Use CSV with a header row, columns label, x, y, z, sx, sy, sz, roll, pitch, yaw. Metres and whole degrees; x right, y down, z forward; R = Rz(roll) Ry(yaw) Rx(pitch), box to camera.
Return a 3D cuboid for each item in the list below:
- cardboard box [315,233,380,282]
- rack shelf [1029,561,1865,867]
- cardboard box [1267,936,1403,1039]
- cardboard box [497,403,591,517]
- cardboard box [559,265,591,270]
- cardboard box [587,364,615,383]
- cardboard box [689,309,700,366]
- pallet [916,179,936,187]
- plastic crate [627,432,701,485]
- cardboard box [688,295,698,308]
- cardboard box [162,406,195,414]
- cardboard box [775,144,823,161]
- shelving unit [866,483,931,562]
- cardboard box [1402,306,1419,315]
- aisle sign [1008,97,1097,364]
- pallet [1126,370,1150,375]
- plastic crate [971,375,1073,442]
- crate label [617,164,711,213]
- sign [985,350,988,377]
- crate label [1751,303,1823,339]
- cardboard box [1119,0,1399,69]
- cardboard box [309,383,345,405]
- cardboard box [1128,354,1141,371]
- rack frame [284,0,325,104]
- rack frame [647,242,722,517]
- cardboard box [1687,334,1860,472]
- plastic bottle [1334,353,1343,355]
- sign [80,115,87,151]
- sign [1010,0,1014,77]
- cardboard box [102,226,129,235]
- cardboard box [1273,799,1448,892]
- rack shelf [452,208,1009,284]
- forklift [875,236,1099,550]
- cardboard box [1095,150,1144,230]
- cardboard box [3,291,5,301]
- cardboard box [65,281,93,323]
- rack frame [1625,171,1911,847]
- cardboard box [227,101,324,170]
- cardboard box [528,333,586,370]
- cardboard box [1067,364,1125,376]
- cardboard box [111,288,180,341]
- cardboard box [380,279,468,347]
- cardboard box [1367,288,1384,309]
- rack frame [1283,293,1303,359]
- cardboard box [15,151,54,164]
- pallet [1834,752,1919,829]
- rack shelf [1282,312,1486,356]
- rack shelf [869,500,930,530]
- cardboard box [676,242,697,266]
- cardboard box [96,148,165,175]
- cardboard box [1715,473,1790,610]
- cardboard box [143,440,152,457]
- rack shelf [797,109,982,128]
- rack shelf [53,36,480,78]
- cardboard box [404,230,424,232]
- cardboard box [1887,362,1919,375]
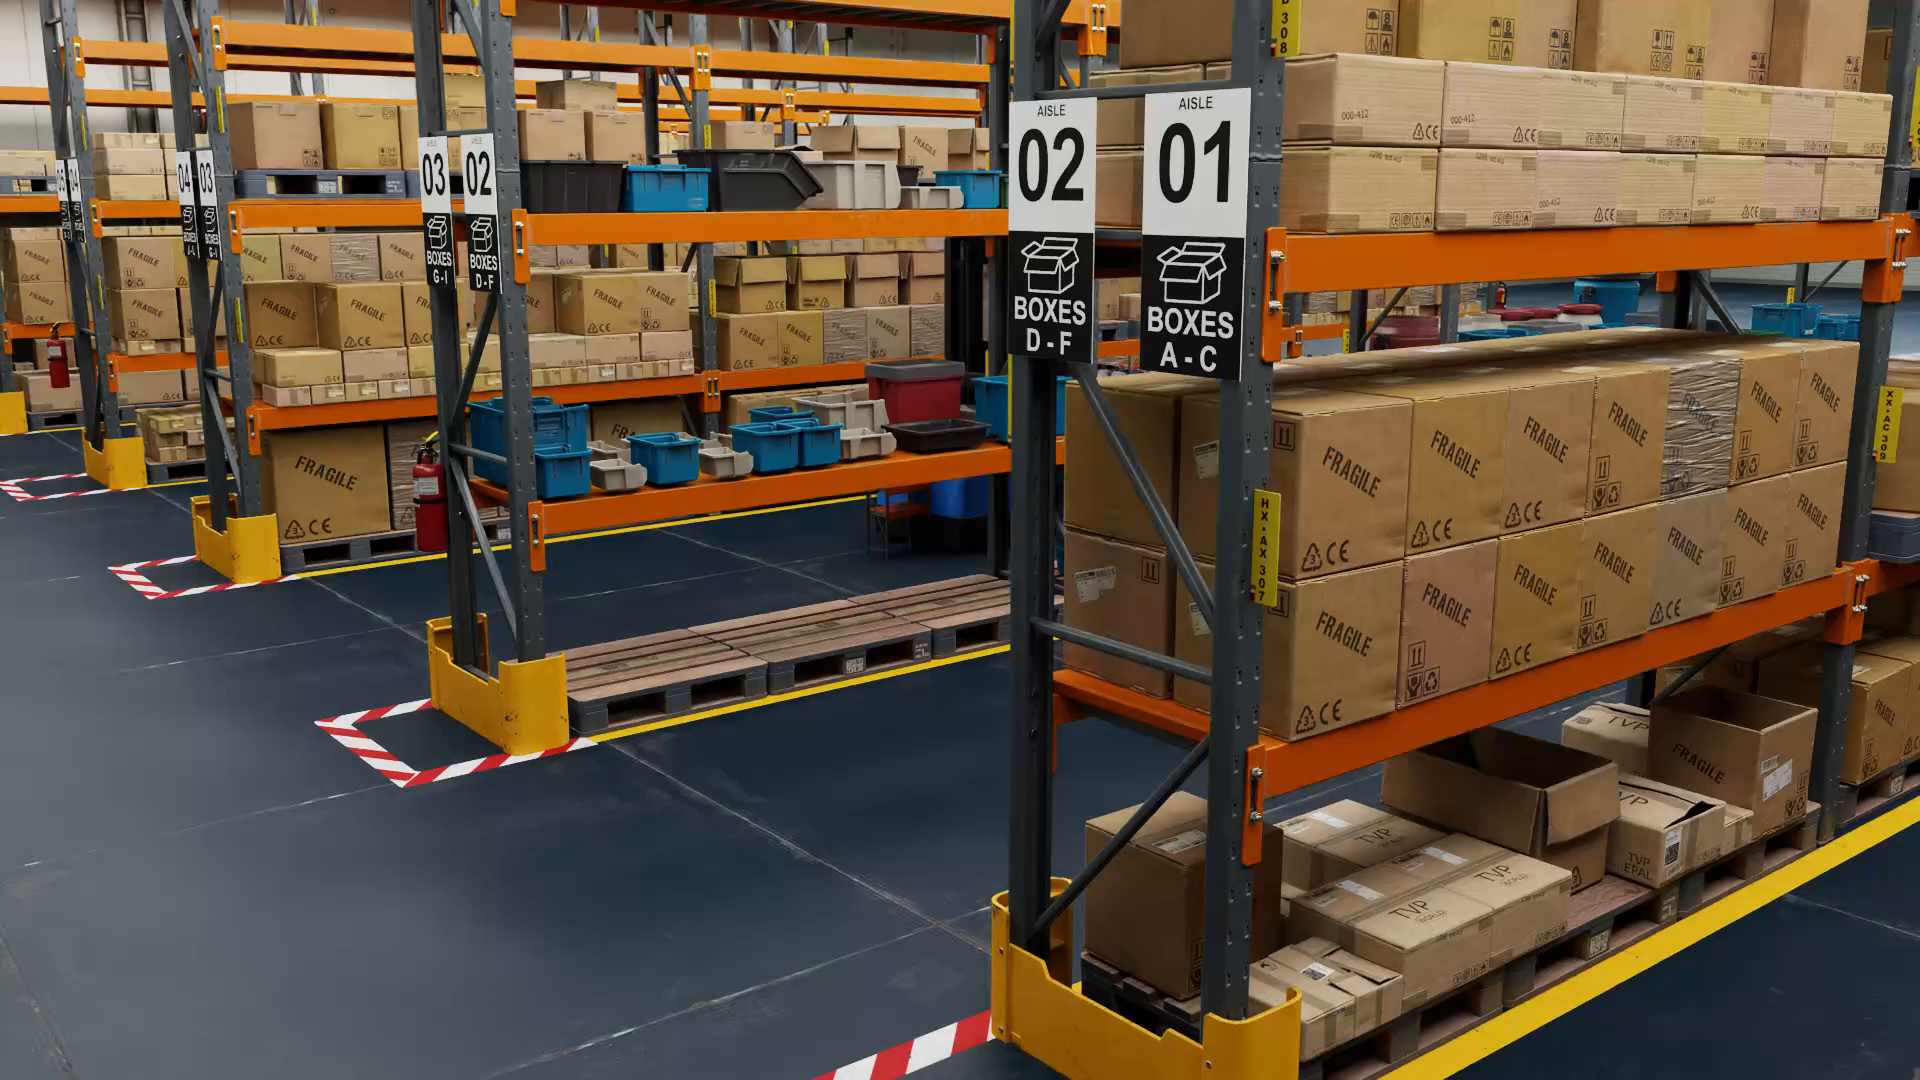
label,x,y,z,sx,sy,sz,roll,pitch,yaw
cardboard box,-6.565,-3.032,17.822,0.500,0.500,0.500,-9,15,-36
rack shelf,2.086,0.451,6.516,4.000,0.370,1.077,-9,15,-38
cardboard box,1.261,1.498,5.614,0.250,0.166,0.380,-9,15,-38
cardboard box,-3.806,-0.744,14.517,0.875,0.875,0.875,-9,15,-38
cardboard box,-5.825,-3.961,24.720,0.500,0.250,0.500,-10,15,-38
cardboard box,-3.174,-1.452,14.350,0.250,0.149,0.380,-9,15,-37
cardboard box,-2.343,-1.922,15.716,0.500,0.500,0.500,-9,15,-37
pallet,-0.756,-3.424,16.265,1.213,0.211,1.003,-9,15,-35
plastic crate,-1.655,-0.457,9.317,0.300,0.233,0.416,-9,15,-38
cardboard box,-3.334,-2.916,20.234,0.250,0.149,0.380,-10,16,-40
cardboard box,-8.194,-1.301,17.456,0.250,0.149,0.380,-9,15,-37
cardboard box,-1.625,-3.525,15.488,0.500,0.311,0.500,-10,16,-40
shelving unit,-0.498,-0.468,13.443,0.258,1.200,0.503,11,16,41
cardboard box,5.633,-2.920,21.263,0.250,0.149,0.380,-9,15,-38
aisle sign,0.280,-0.954,5.141,0.004,0.787,0.394,-9,15,-38
pallet,2.285,-2.504,25.415,1.213,0.211,1.003,-9,15,-38
plastic crate,0.405,-0.870,10.899,0.575,0.384,0.392,-9,15,-38
crate label,-1.645,-1.907,9.025,0.502,0.251,0.408,-9,15,-38
sign,0.214,-1.189,11.841,0.005,0.325,0.100,-9,15,-38
crate label,8.658,-2.256,17.447,0.616,0.435,0.502,-9,15,-38
cardboard box,0.915,-1.716,5.119,0.500,0.500,0.700,-9,15,-38
cardboard box,-4.979,-1.152,12.937,0.250,0.149,0.380,-10,15,-38
cardboard box,2.639,-3.095,25.588,0.875,0.875,0.875,-10,15,-39
rack frame,-8.729,-6.310,22.179,0.127,3.000,1.000,-9,15,-38
rack frame,-2.538,-1.768,15.232,0.127,3.000,1.000,-9,15,-38
cardboard box,3.414,-0.591,7.042,0.500,0.500,0.500,-9,15,-37
plastic bottle,3.140,-1.419,13.889,0.135,0.276,0.152,-9,15,-38
sign,-8.342,-3.873,15.821,0.005,0.325,0.100,-9,15,-38
sign,0.193,-1.634,5.251,0.005,0.325,0.100,-9,15,-38
cardboard box,-10.601,-3.853,20.842,0.250,0.149,0.380,-9,15,-37
cardboard box,1.555,1.259,6.537,0.500,0.250,0.500,-9,15,-38
rack shelf,-1.006,-1.820,9.990,4.000,0.370,1.077,-9,15,-38
forklift,0.642,-1.597,14.594,1.130,2.935,3.031,11,16,41
cardboard box,0.761,-1.145,5.438,0.500,0.250,0.500,-9,15,-38
cardboard box,-14.175,-3.616,24.542,0.250,0.149,0.380,-10,15,-38
cardboard box,-10.921,-2.991,20.751,0.500,0.500,0.500,-10,15,-38
rack frame,3.648,-0.161,7.663,0.127,3.000,1.000,-9,15,-38
cardboard box,-5.289,-3.095,12.771,0.500,0.500,0.700,-11,16,-41
cardboard box,-3.520,-1.606,14.116,0.500,0.250,0.500,-9,15,-37
cardboard box,1.498,-1.808,18.577,0.500,0.250,0.500,-7,14,-31
cardboard box,-8.158,-2.274,16.660,0.500,0.500,0.500,-9,15,-35
cardboard box,-4.327,-1.839,13.408,0.500,0.500,0.500,-10,16,-39
cardboard box,4.839,-3.189,20.968,0.500,0.500,0.875,-9,15,-38
rack frame,3.709,-2.806,20.121,0.127,3.000,1.000,-9,15,-38
cardboard box,-13.660,-5.592,24.461,0.500,0.250,0.500,-10,15,-39
pallet,4.259,1.092,8.479,1.213,0.211,1.003,-9,15,-38
rack shelf,5.271,-2.713,21.418,4.000,0.370,1.077,-9,15,-38
rack shelf,-0.498,-0.208,13.498,0.258,0.148,0.480,11,16,41
cardboard box,-4.296,-4.454,25.913,0.500,0.500,0.500,-9,15,-37
cardboard box,-8.168,-3.721,16.366,0.500,0.250,0.500,-9,15,-37
cardboard box,3.016,-0.036,6.835,0.500,0.500,0.500,-9,15,-36
cardboard box,-8.400,-0.979,17.372,0.250,0.149,0.380,-9,15,-37
rack shelf,-0.920,-7.254,28.364,4.000,0.370,1.077,-9,15,-38
rack shelf,-7.119,-4.907,17.312,4.000,0.370,1.077,-9,15,-38
cardboard box,-6.062,-3.250,18.848,0.500,0.500,0.500,-9,15,-36
cardboard box,4.989,-0.654,8.736,0.700,0.500,0.500,9,15,36
